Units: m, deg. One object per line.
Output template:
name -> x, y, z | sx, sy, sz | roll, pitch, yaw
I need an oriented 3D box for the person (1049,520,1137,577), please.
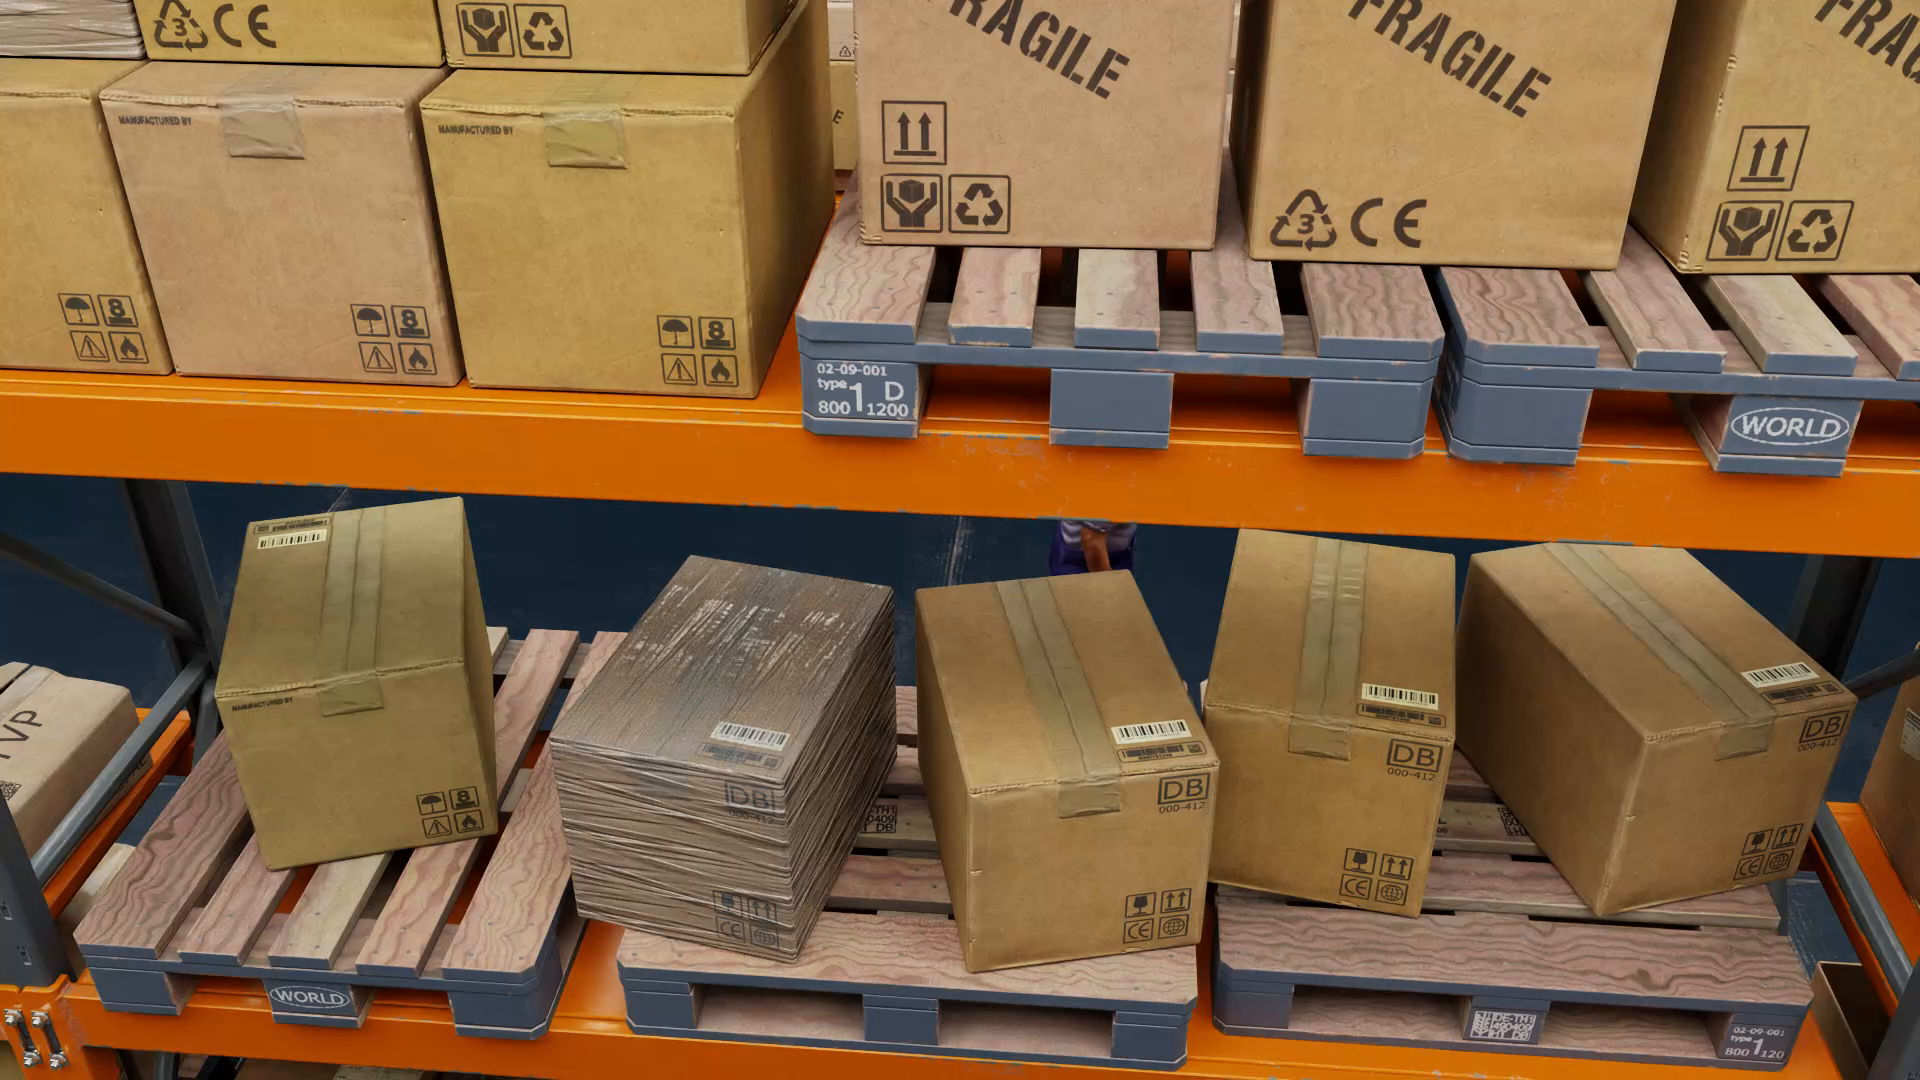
person -> 0.529, 0.117, 5.957 | 0.422, 1.652, 0.539 | 1, 32, 2
